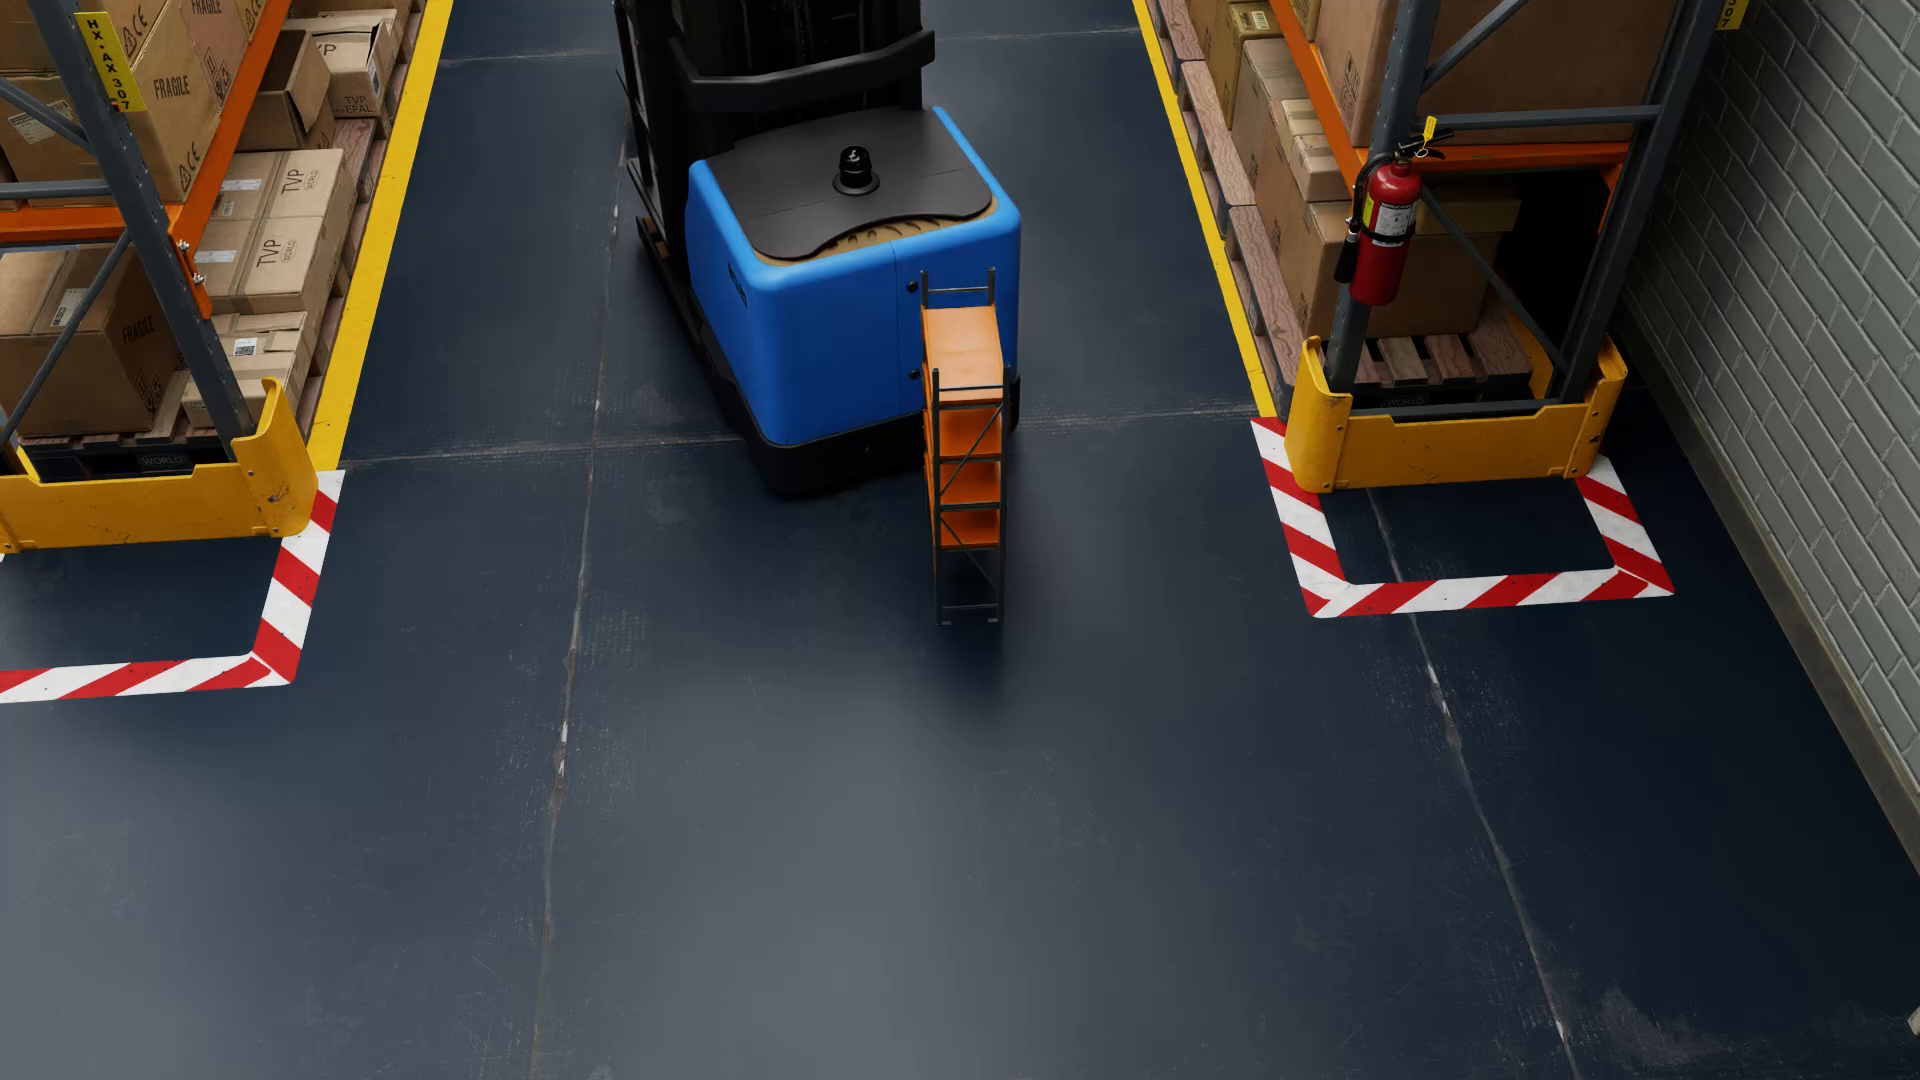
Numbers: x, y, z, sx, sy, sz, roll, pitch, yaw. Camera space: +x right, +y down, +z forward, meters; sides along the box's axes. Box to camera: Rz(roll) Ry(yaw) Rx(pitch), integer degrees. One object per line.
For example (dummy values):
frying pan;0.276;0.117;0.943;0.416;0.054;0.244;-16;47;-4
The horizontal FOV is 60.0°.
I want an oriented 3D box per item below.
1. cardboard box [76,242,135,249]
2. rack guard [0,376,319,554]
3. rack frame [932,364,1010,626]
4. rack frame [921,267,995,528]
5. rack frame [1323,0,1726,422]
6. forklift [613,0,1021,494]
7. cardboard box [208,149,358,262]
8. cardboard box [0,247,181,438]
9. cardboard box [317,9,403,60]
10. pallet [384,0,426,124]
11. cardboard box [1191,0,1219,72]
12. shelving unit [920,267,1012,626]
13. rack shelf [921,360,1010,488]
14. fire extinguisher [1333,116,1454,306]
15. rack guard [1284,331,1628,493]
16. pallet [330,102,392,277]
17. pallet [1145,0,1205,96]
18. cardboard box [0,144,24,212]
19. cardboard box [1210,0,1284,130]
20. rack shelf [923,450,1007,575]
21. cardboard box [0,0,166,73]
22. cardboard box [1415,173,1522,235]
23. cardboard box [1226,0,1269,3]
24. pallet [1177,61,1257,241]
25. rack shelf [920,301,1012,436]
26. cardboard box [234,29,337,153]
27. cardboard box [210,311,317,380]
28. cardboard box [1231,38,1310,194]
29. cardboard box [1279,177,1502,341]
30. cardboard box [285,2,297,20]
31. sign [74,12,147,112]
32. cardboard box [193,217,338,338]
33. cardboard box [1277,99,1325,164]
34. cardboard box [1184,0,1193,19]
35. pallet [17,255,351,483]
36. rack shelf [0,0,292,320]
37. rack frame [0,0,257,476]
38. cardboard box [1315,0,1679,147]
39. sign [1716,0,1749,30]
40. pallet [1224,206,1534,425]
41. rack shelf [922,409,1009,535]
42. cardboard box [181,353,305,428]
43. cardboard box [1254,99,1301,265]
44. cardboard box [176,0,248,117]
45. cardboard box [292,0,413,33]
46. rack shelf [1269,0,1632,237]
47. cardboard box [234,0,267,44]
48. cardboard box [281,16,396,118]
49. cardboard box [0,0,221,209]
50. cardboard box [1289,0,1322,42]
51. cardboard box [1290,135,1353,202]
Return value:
cardboard box;-3.398;-1.355;7.058;0.500;0.250;0.500;-3;47;-3
rack guard;-3.064;-0.277;6.168;1.175;0.500;0.348;-3;47;-3
rack frame;0.034;-0.116;5.534;0.240;1.200;0.015;-3;47;-3
rack frame;-0.007;-0.469;5.868;0.240;1.200;0.015;-3;47;-3
rack frame;1.878;-1.385;5.496;1.000;3.000;0.127;-3;47;-3
forklift;-0.796;-2.272;6.383;1.130;2.935;3.031;-17;49;-15
cardboard box;-2.904;-1.421;7.121;0.500;0.250;0.500;-3;47;-3
cardboard box;-3.349;-0.751;6.314;0.500;0.500;0.500;-3;47;-3
cardboard box;-2.971;-2.484;8.197;0.380;0.149;0.250;-3;47;-3
pallet;-3.336;-2.519;8.491;1.003;0.211;1.213;-3;47;-3
cardboard box;1.542;-2.653;8.129;0.700;0.500;0.500;-4;47;-4
shelving unit;0.014;-0.293;5.701;0.258;1.200;0.503;-3;47;-3
rack shelf;0.014;-0.400;5.587;0.258;0.148;0.480;-3;47;-3
fire extinguisher;1.431;-1.093;5.529;0.296;0.674;0.183;-3;47;-3
rack guard;1.880;-0.508;6.387;1.175;0.500;0.348;-3;47;-3
pallet;-3.231;-1.635;7.653;1.003;0.211;1.213;-3;47;-3
pallet;1.529;-2.765;8.723;1.003;0.211;1.213;-3;47;-3
cardboard box;-3.367;-1.423;5.463;0.500;0.500;0.500;-2;47;-2
cardboard box;1.583;-2.281;7.777;0.700;0.500;0.500;-3;47;-2
rack shelf;0.014;-0.110;5.894;0.258;0.148;0.480;-3;47;-3
cardboard box;-2.832;-1.796;5.128;0.500;0.500;0.500;-2;47;-2
cardboard box;1.930;-1.315;6.415;0.380;0.149;0.250;-3;47;-3
cardboard box;1.394;-2.603;7.635;0.380;0.149;0.250;-5;47;-4
pallet;1.634;-1.880;7.886;1.003;0.211;1.213;-3;47;-3
rack shelf;0.014;-0.563;5.416;0.258;0.148;0.480;-3;47;-3
cardboard box;-3.230;-1.909;7.408;0.797;0.503;0.637;-3;47;-3
cardboard box;-2.771;-0.763;6.555;0.380;0.166;0.250;-3;47;-3
cardboard box;1.635;-1.896;7.412;0.700;0.500;0.500;-5;47;-5
cardboard box;1.720;-1.170;6.725;0.700;0.500;0.500;-3;47;-3
cardboard box;-3.573;-2.885;8.465;0.500;0.311;0.500;-3;47;-3
sign;-2.517;-1.412;4.925;0.100;0.325;0.005;-3;47;-3
cardboard box;-2.863;-1.059;6.778;0.500;0.250;0.500;-3;47;-3
cardboard box;1.505;-1.660;6.742;0.380;0.149;0.250;-2;47;-2
cardboard box;1.504;-3.017;8.473;0.700;0.500;0.500;-3;47;-3
pallet;-3.132;-0.754;6.819;1.003;0.211;1.213;-3;47;-3
rack shelf;-3.225;-2.281;6.840;1.077;0.370;4.000;-3;47;-3
rack frame;-3.058;-1.081;5.208;1.000;3.000;0.127;-3;47;-3
cardboard box;1.825;-1.856;5.736;0.980;0.700;0.700;-2;47;-1
sign;2.432;-1.739;5.180;0.100;0.325;0.005;-3;47;-3
pallet;1.733;-1.000;7.052;1.003;0.211;1.213;-3;47;-3
rack shelf;0.014;-0.247;5.750;0.258;0.148;0.480;-3;47;-3
cardboard box;-2.750;-0.576;6.390;0.380;0.149;0.250;-3;47;-3
cardboard box;1.678;-1.532;7.068;0.700;0.500;0.500;-4;47;-3
cardboard box;-2.881;-1.826;5.844;0.500;0.500;0.500;-4;47;-4
cardboard box;-3.062;-2.872;8.323;0.500;0.500;0.500;-3;47;-3
rack shelf;1.711;-2.585;7.127;1.077;0.370;4.000;-3;47;-3
cardboard box;-2.920;-2.189;6.188;0.500;0.500;0.500;-4;47;-3
cardboard box;-3.000;-2.264;7.877;0.500;0.311;0.500;-3;47;-3
cardboard box;-2.832;-1.453;5.491;0.500;0.500;0.500;-3;47;-2
cardboard box;1.753;-2.382;6.234;0.980;0.700;0.700;-4;47;-4
cardboard box;1.528;-1.475;6.567;0.380;0.149;0.250;-4;47;-4
